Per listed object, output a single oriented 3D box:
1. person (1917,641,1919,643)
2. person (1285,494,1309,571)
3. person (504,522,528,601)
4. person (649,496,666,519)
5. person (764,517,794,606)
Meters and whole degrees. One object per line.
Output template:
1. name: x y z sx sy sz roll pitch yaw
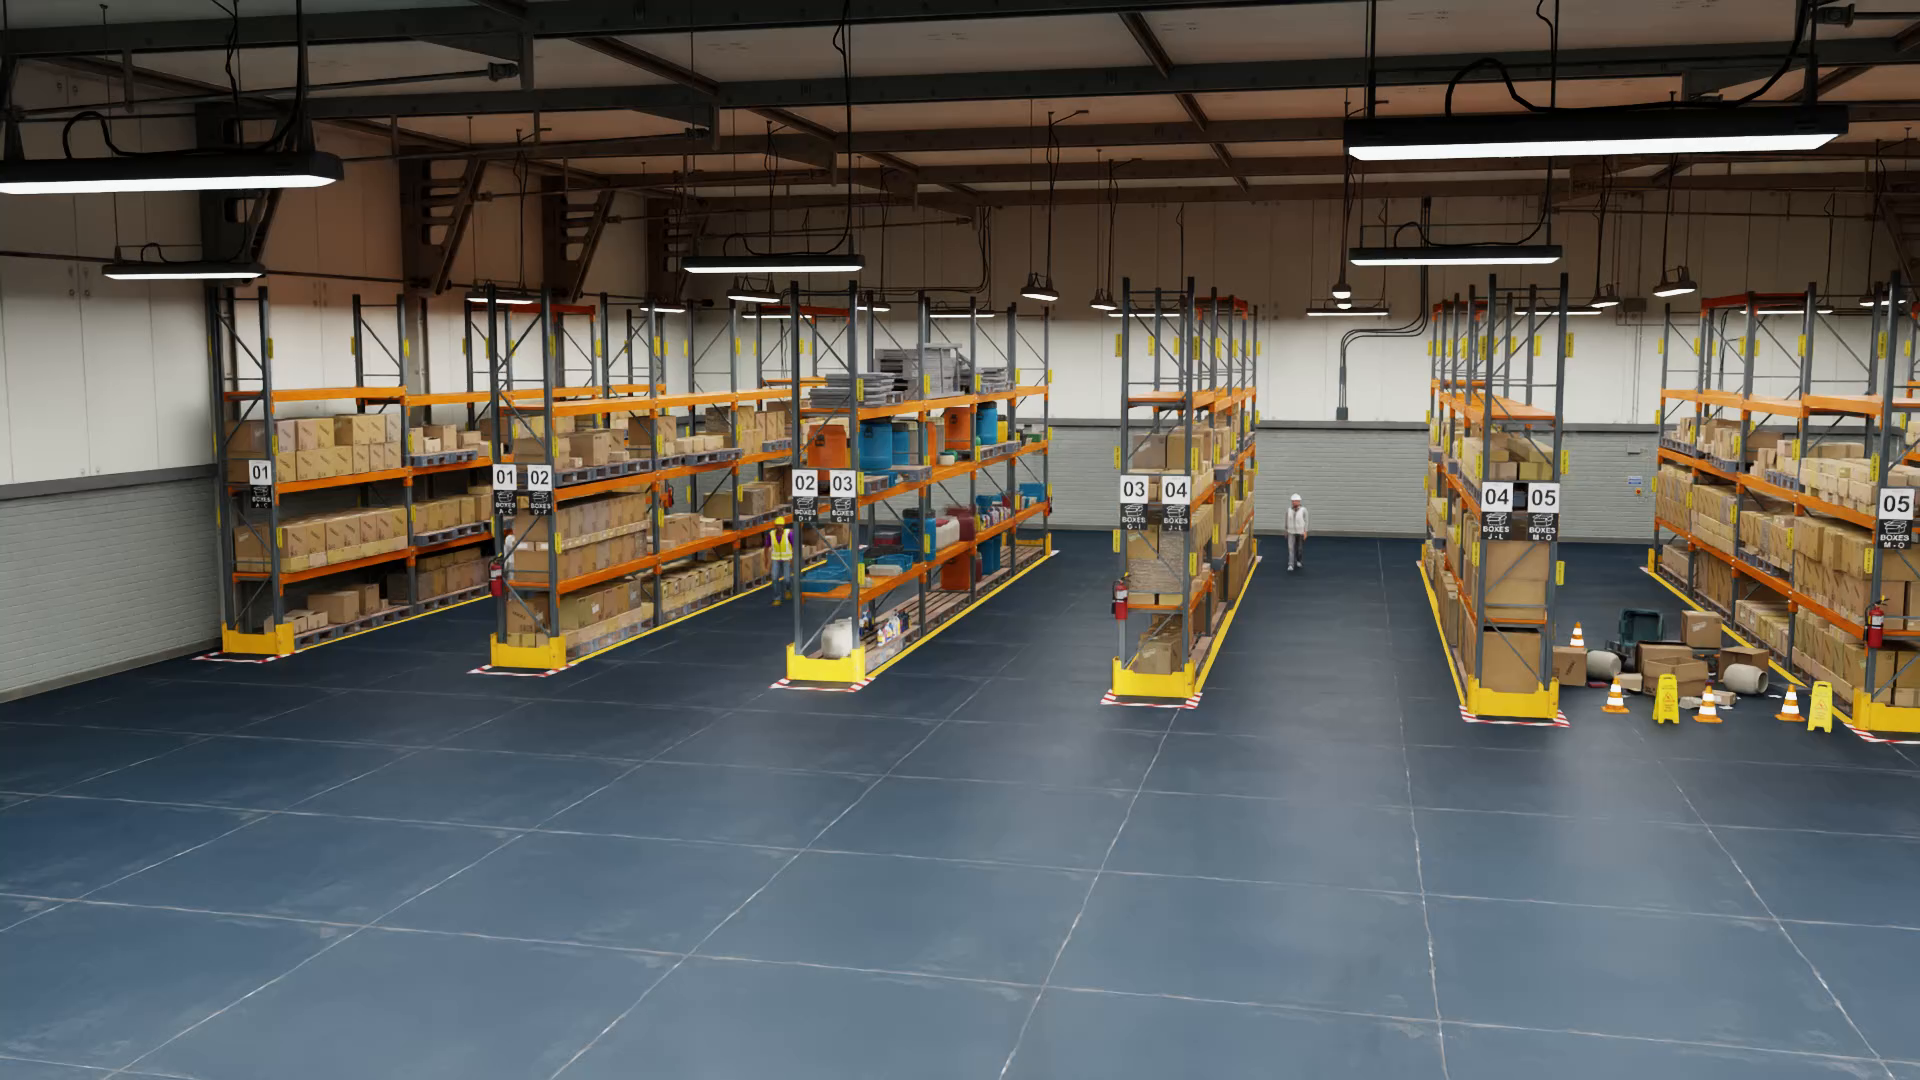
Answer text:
1. person: 15.541 1.187 26.819 0.481 1.507 0.692 0 7 2
2. person: 7.607 -0.178 37.567 0.552 1.716 1.074 2 7 14
3. person: -8.596 0.469 32.339 0.551 1.662 0.736 -2 7 -14
4. person: -6.885 -0.152 37.697 0.485 1.671 0.487 7 9 45
5. person: -3.517 0.393 32.695 0.659 1.744 0.657 0 7 4
